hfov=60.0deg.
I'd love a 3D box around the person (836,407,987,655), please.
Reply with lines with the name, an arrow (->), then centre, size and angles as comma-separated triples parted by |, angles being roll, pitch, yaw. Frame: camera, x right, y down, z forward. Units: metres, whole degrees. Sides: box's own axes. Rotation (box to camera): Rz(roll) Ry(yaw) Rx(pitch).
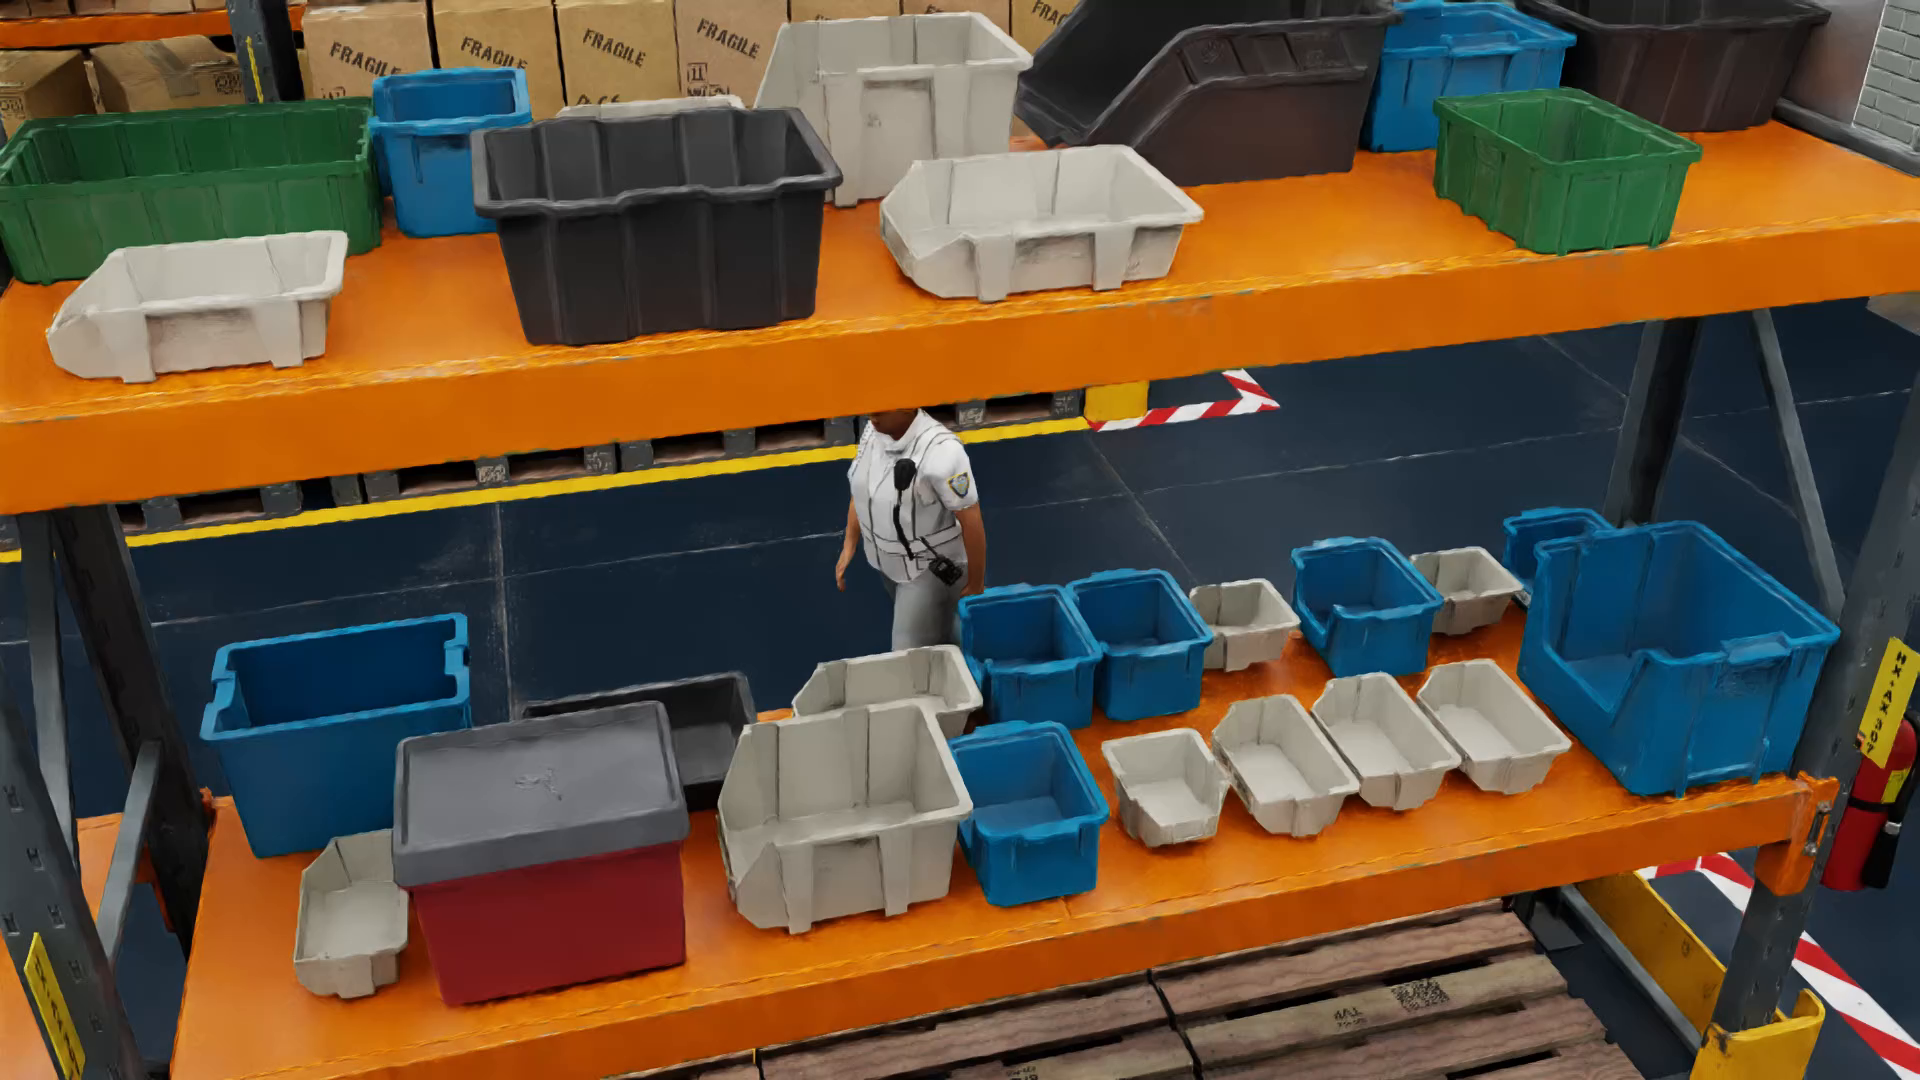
person -> -0.139, 0.079, 6.018 | 0.751, 1.615, 0.612 | -20, 36, -31
